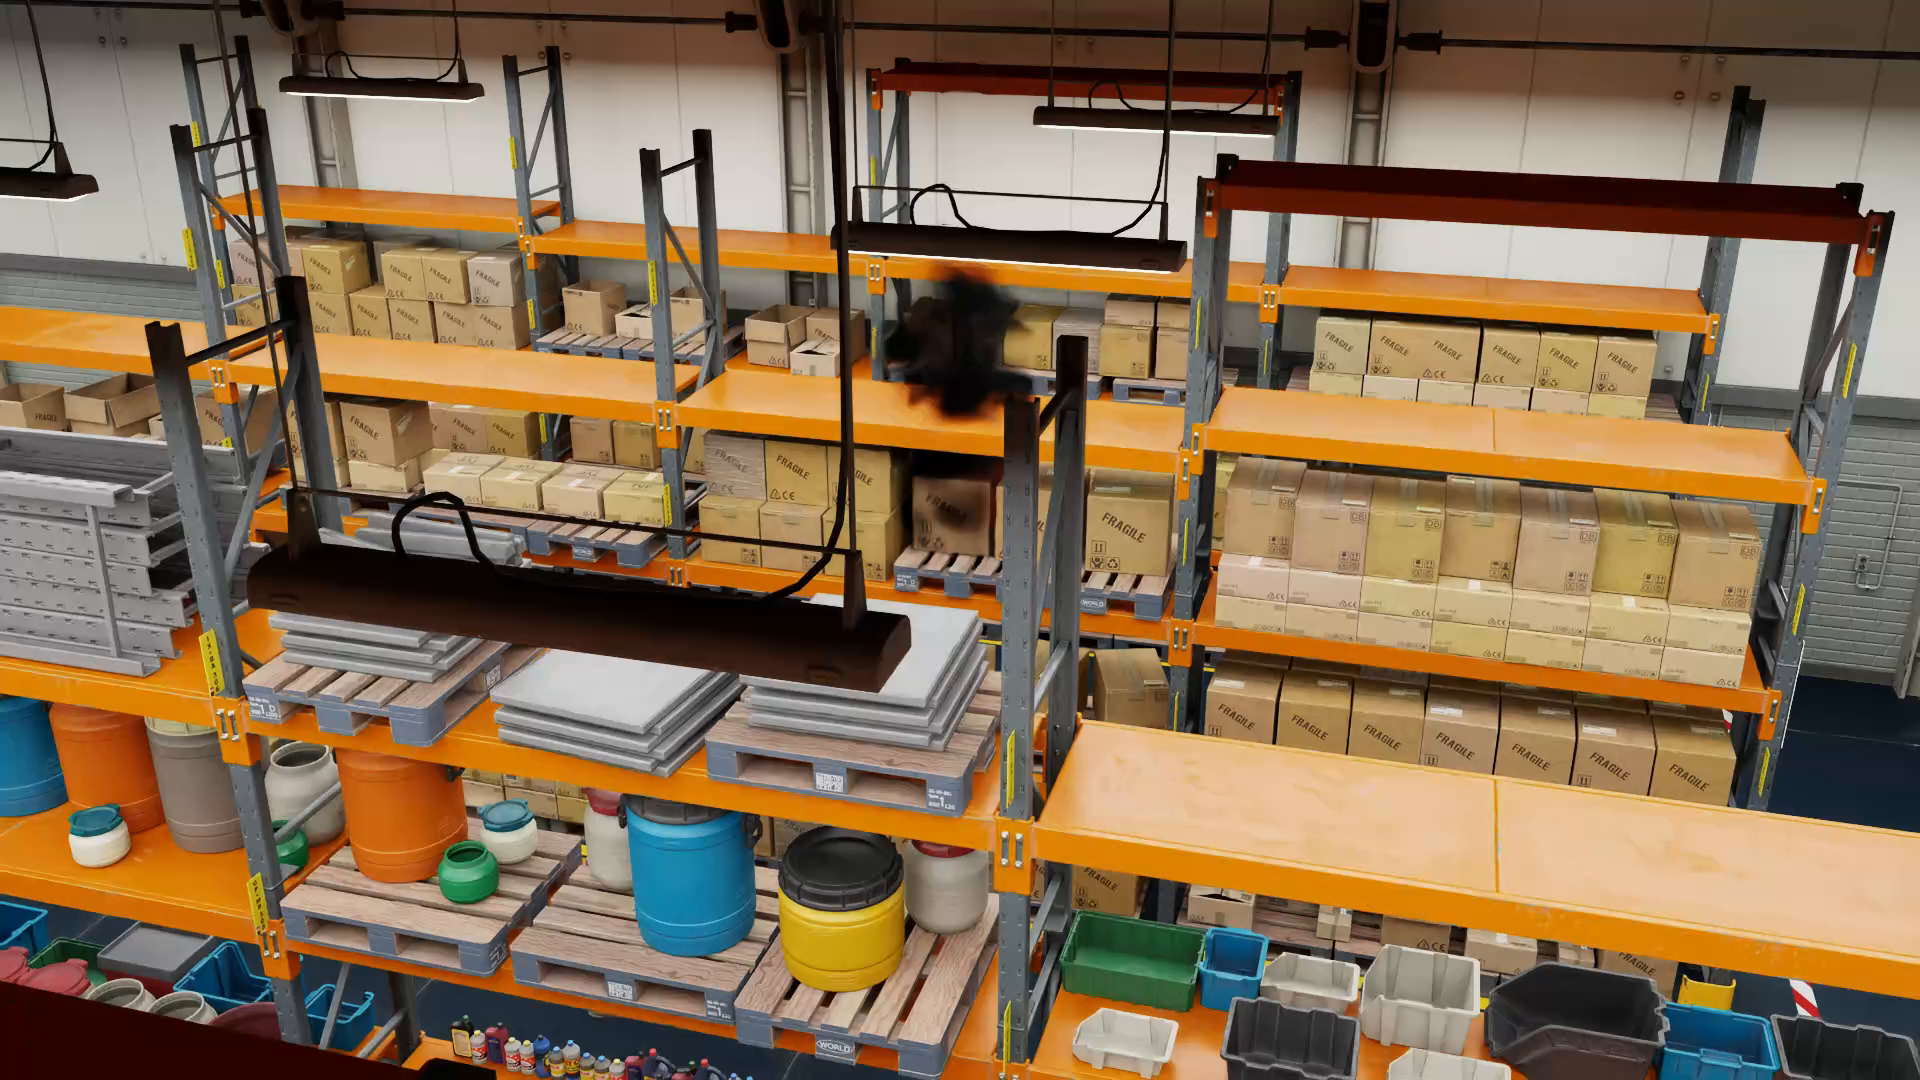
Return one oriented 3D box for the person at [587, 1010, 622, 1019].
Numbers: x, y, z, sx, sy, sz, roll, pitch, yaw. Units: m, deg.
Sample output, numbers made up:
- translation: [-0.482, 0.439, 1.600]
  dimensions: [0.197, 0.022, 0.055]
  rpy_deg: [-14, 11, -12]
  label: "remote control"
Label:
- translation: [-2.336, 2.632, 11.492]
  dimensions: [0.670, 1.685, 0.431]
  rpy_deg: [2, 23, 4]
  label: "person"
